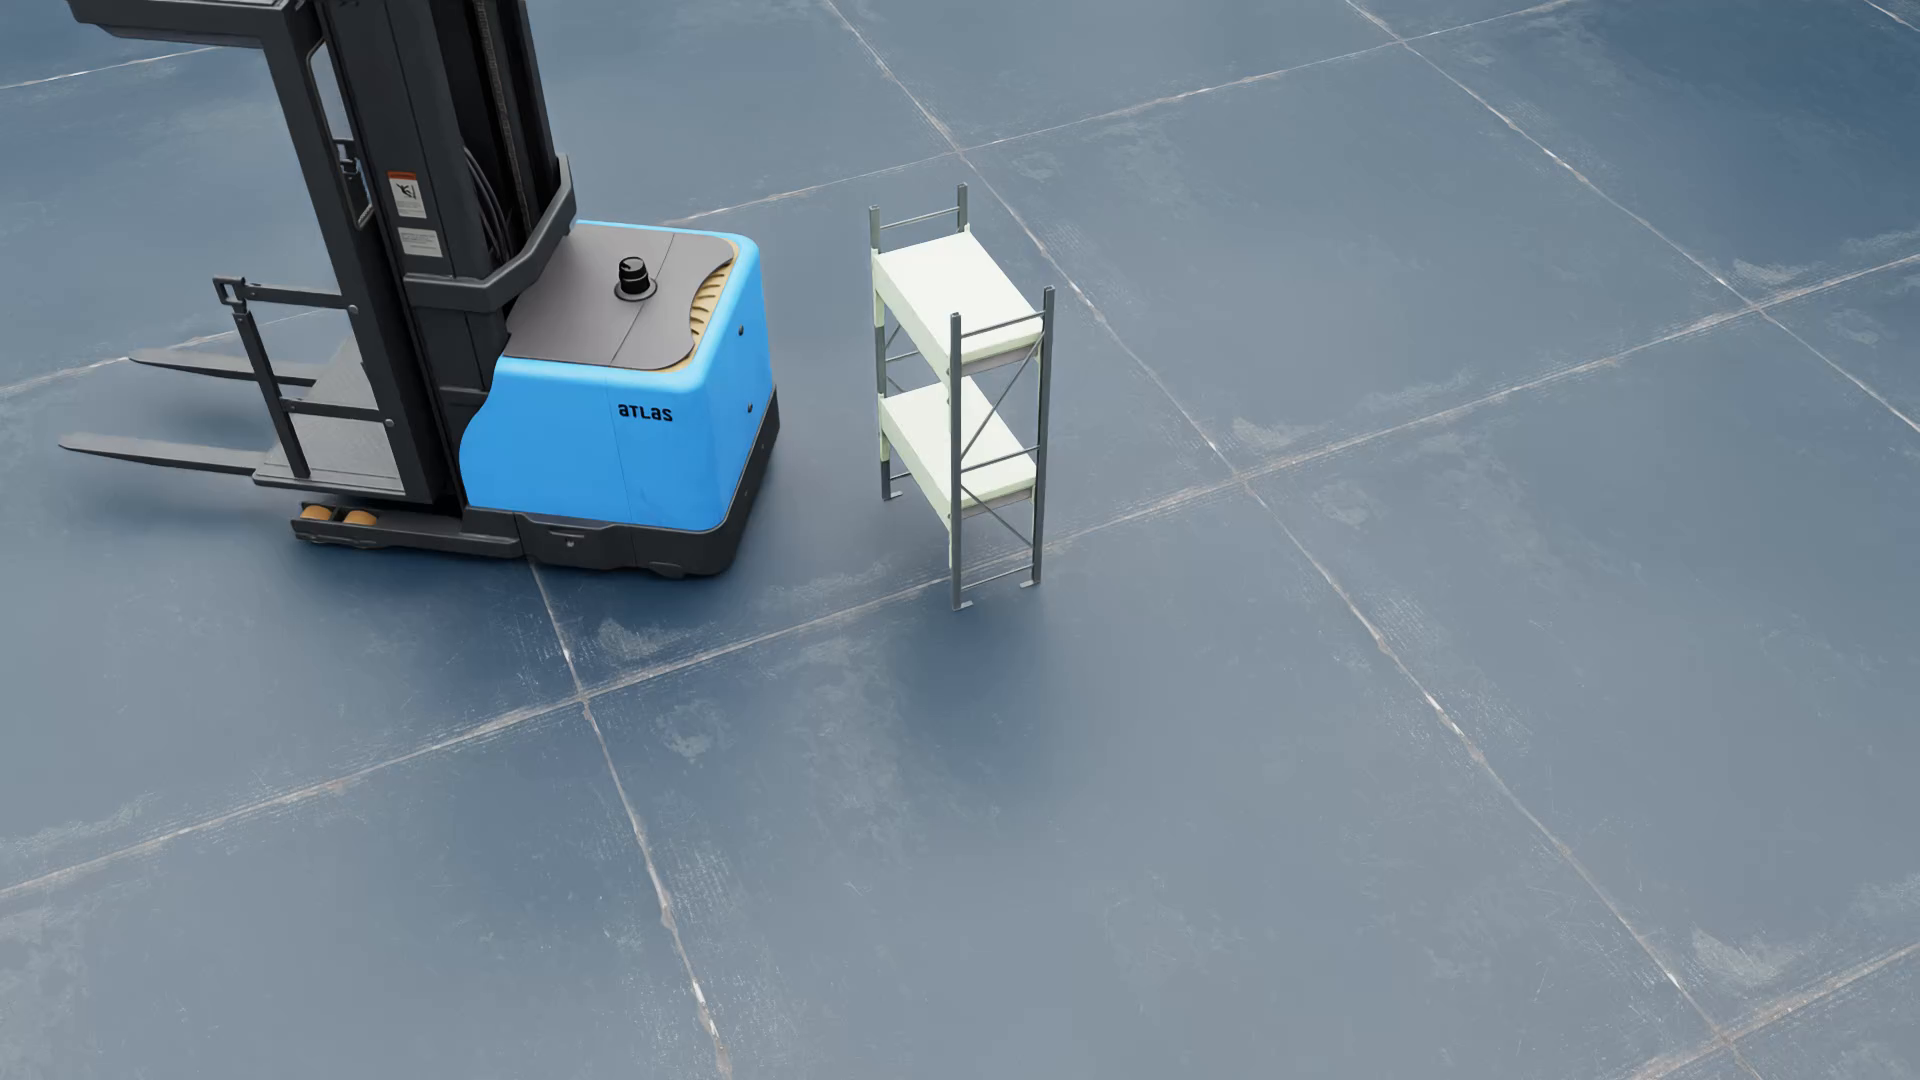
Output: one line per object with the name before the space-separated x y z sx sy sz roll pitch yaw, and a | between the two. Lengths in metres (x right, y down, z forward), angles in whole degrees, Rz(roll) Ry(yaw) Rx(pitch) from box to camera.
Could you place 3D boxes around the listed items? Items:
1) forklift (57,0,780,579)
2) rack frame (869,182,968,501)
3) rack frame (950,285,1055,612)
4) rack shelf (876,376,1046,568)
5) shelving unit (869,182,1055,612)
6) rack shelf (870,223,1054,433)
forklift | -2.378 -1.366 6.417 3.031 2.935 1.130 6 45 6
rack frame | -0.157 -0.771 6.833 0.400 1.500 0.023 -18 47 -17
rack frame | 0.151 -0.305 6.360 0.400 1.500 0.023 -18 47 -17
rack shelf | -0.003 -0.306 6.825 0.431 0.370 0.720 -18 47 -17
shelving unit | -0.003 -0.538 6.596 0.431 1.500 0.755 -18 47 -17
rack shelf | -0.003 -0.816 6.322 0.431 0.370 0.720 -18 47 -17
